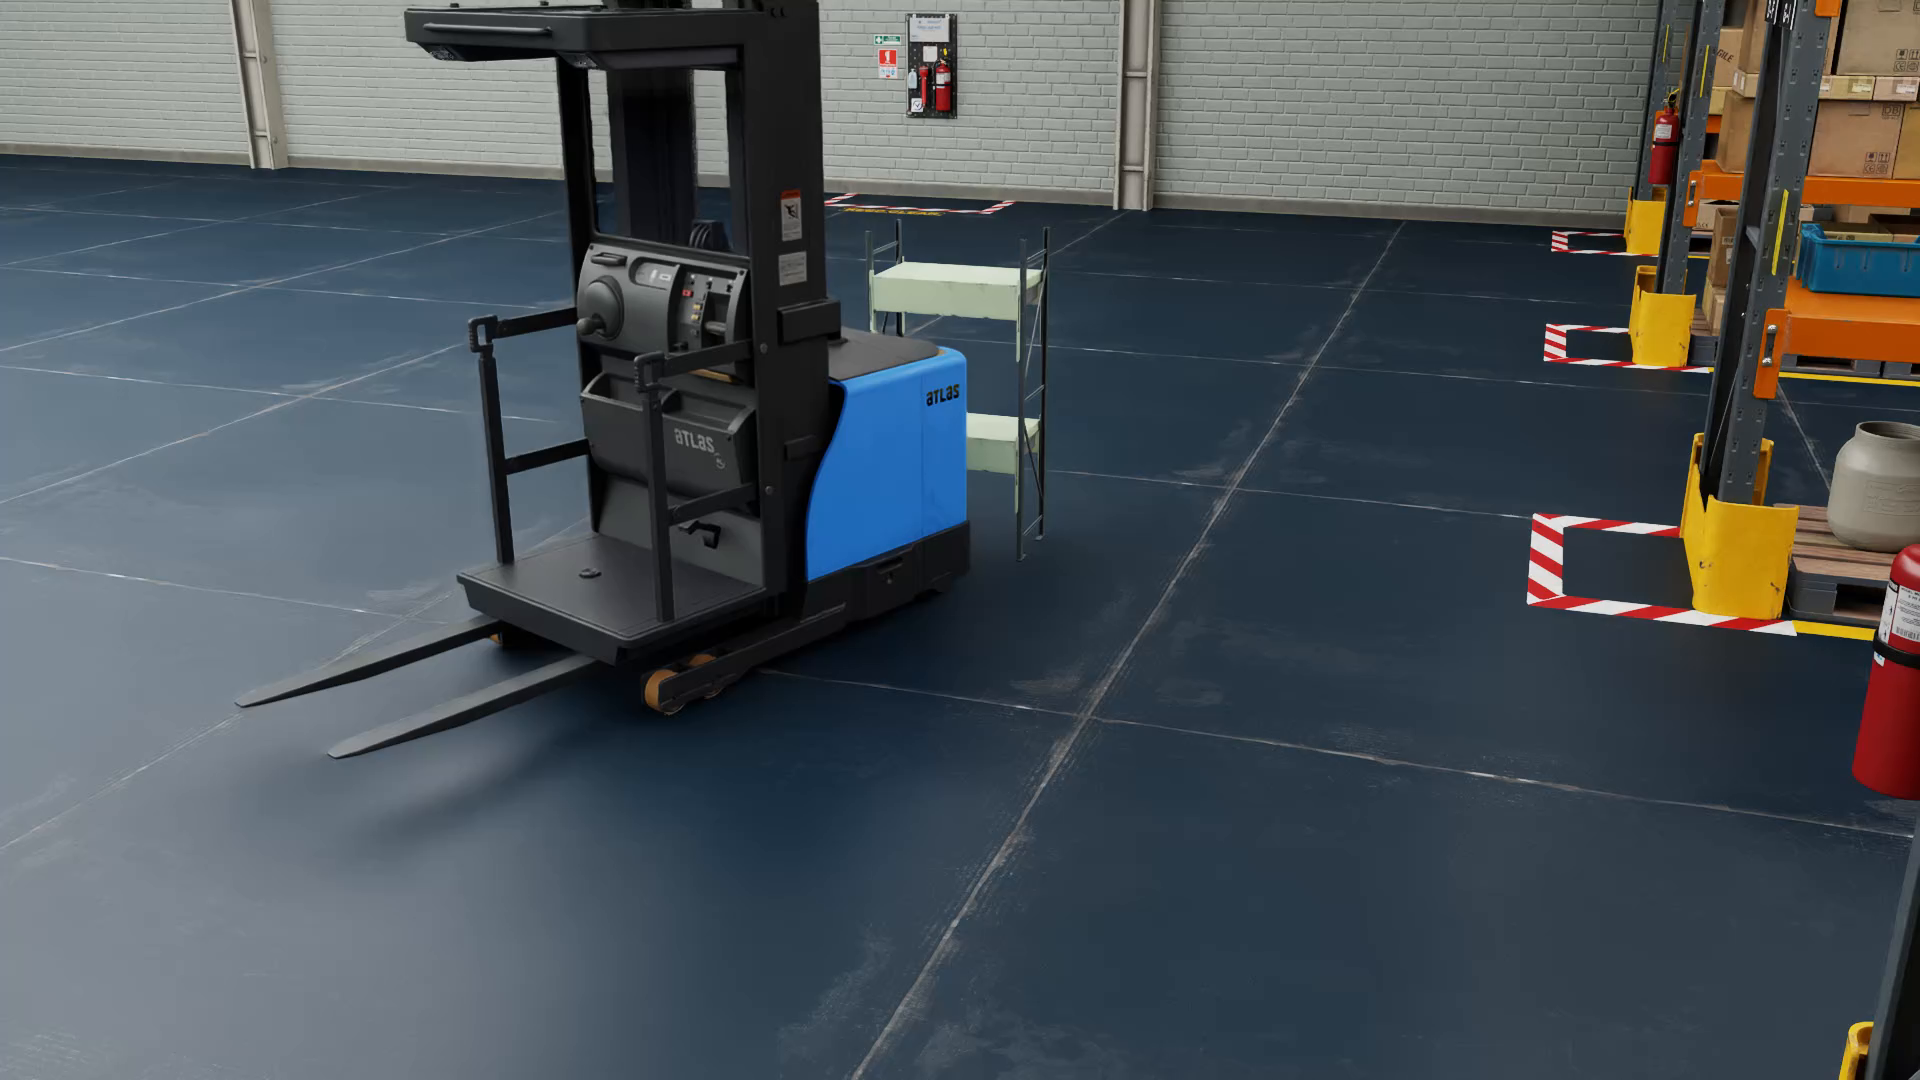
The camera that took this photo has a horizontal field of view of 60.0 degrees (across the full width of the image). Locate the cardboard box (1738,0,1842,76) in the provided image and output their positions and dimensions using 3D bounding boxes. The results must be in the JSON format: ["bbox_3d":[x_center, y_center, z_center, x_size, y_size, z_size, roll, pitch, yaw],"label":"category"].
[{"bbox_3d":[5.554,-3.400,11.150,0.500,0.500,0.700,7,20,18],"label":"cardboard box"}]

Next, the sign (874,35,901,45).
[{"bbox_3d":[-0.842,-5.817,19.347,0.331,0.109,0.001,7,20,18],"label":"sign"}]

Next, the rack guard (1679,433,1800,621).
[{"bbox_3d":[3.525,-0.087,7.565,0.348,0.500,1.175,7,20,18],"label":"rack guard"}]

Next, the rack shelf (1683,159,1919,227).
[{"bbox_3d":[6.957,-2.244,11.051,4.000,0.370,1.077,7,20,18],"label":"rack shelf"}]

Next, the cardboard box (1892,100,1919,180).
[{"bbox_3d":[6.469,-2.682,11.062,0.500,0.500,0.700,7,20,18],"label":"cardboard box"}]

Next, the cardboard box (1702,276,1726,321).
[{"bbox_3d":[5.671,-1.734,12.033,0.500,0.250,0.500,7,20,18],"label":"cardboard box"}]

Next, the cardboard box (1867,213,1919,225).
[{"bbox_3d":[6.621,-1.985,11.615,0.500,0.500,0.500,7,20,18],"label":"cardboard box"}]

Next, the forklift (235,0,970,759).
[{"bbox_3d":[-1.291,-0.919,6.259,1.130,2.935,3.031,16,25,38],"label":"forklift"}]

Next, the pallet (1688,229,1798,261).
[{"bbox_3d":[7.517,-2.917,16.124,1.213,0.211,1.003,7,20,18],"label":"pallet"}]

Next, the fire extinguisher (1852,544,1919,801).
[{"bbox_3d":[1.856,0.160,3.176,0.183,0.674,0.296,7,20,18],"label":"fire extinguisher"}]

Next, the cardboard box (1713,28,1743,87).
[{"bbox_3d":[7.042,-4.488,15.454,0.500,0.500,0.500,7,20,18],"label":"cardboard box"}]

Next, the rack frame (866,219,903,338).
[{"bbox_3d":[-0.352,-0.748,7.945,0.023,1.500,0.400,7,20,18],"label":"rack frame"}]

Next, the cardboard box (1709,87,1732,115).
[{"bbox_3d":[7.046,-4.128,15.559,0.500,0.250,0.500,6,20,16],"label":"cardboard box"}]

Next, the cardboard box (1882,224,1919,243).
[{"bbox_3d":[6.450,-1.824,11.151,0.500,0.500,0.500,7,20,18],"label":"cardboard box"}]

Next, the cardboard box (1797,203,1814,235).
[{"bbox_3d":[7.852,-3.115,15.871,0.500,0.311,0.500,8,21,23],"label":"cardboard box"}]

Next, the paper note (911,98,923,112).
[{"bbox_3d":[-0.500,-5.086,19.447,0.142,0.148,0.016,7,20,18],"label":"paper note"}]

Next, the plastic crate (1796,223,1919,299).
[{"bbox_3d":[4.009,-1.229,7.271,0.616,0.251,0.499,7,20,18],"label":"plastic crate"}]

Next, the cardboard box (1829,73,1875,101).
[{"bbox_3d":[5.853,-2.989,10.957,0.250,0.149,0.380,7,20,18],"label":"cardboard box"}]

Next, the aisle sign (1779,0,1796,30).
[{"bbox_3d":[3.274,-2.405,6.468,0.004,0.787,0.394,7,20,18],"label":"aisle sign"}]

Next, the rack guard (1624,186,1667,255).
[{"bbox_3d":[6.761,-3.152,16.360,0.348,0.500,1.175,7,20,18],"label":"rack guard"}]

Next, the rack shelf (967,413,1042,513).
[{"bbox_3d":[-0.006,-0.401,7.939,0.720,0.370,0.431,7,20,18],"label":"rack shelf"}]

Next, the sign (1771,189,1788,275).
[{"bbox_3d":[3.254,-1.221,6.600,0.005,0.325,0.100,7,20,18],"label":"sign"}]

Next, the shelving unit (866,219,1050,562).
[{"bbox_3d":[-0.006,-0.709,7.831,0.755,1.500,0.431,7,20,18],"label":"shelving unit"}]

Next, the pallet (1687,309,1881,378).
[{"bbox_3d":[5.803,-1.414,11.812,1.213,0.211,1.003,7,20,18],"label":"pallet"}]

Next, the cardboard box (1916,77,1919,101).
[{"bbox_3d":[6.343,-2.933,10.797,0.250,0.149,0.380,6,20,16],"label":"cardboard box"}]

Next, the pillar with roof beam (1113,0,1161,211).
[{"bbox_3d":[0.554,-6.677,13.558,0.400,9.000,9.100,7,20,18],"label":"pillar with roof beam"}]

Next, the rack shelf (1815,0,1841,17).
[{"bbox_3d":[5.327,-2.121,6.140,4.000,0.370,1.077,7,20,18],"label":"rack shelf"}]

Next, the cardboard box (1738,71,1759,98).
[{"bbox_3d":[5.367,-3.044,11.115,0.250,0.149,0.380,6,20,18],"label":"cardboard box"}]

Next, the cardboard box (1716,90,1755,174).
[{"bbox_3d":[5.504,-2.793,11.380,0.500,0.500,0.700,7,20,18],"label":"cardboard box"}]

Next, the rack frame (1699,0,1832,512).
[{"bbox_3d":[3.438,-1.260,7.135,0.127,3.000,1.000,7,20,18],"label":"rack frame"}]

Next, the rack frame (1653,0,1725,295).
[{"bbox_3d":[5.067,-2.800,11.552,0.127,3.000,1.000,7,20,18],"label":"rack frame"}]
